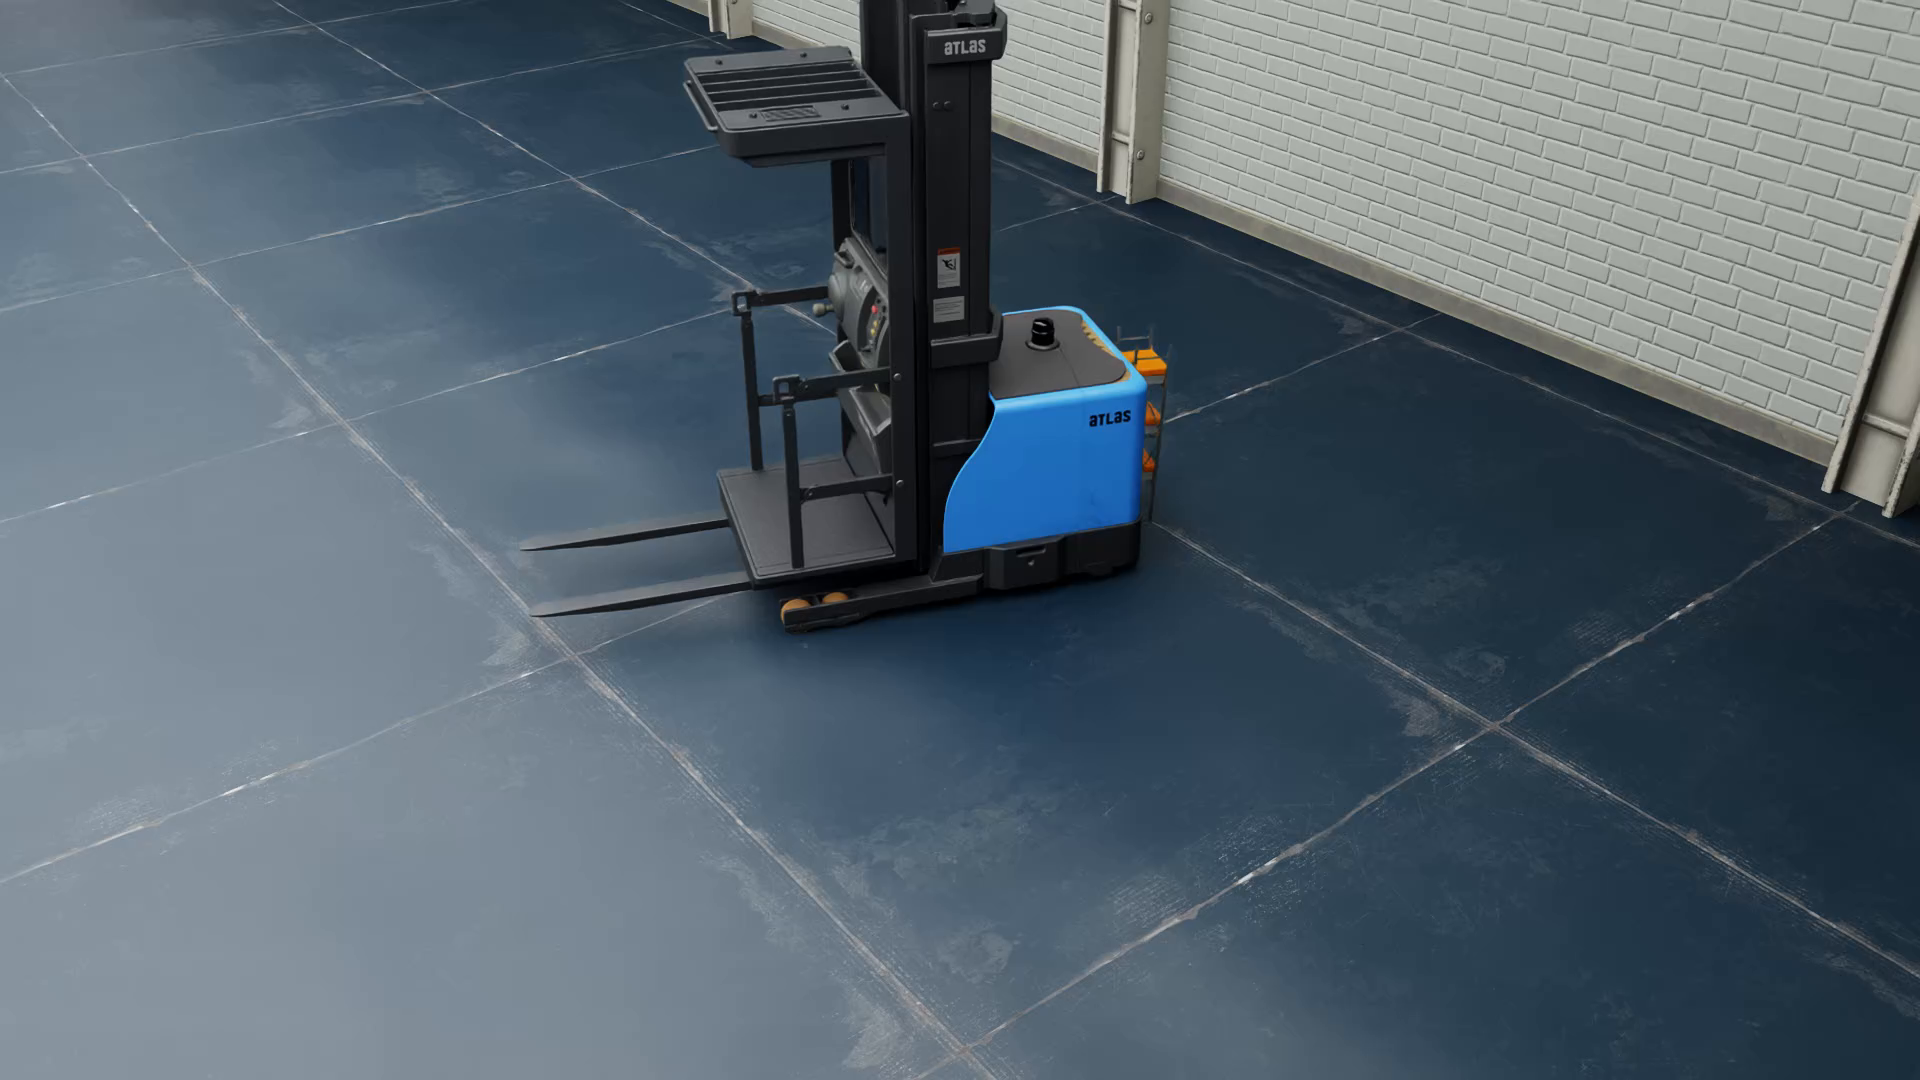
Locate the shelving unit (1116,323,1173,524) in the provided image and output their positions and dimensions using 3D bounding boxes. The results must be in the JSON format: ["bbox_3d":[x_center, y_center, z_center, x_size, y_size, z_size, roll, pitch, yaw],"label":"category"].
[{"bbox_3d":[0.915,-0.591,8.697,0.215,1.050,0.252,-7,32,-15],"label":"shelving unit"}]

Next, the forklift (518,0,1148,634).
[{"bbox_3d":[-0.659,-1.104,7.750,3.031,2.935,1.130,-9,33,-14],"label":"forklift"}]

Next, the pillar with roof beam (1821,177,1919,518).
[{"bbox_3d":[1.604,-2.677,4.530,9.100,9.000,0.400,-22,38,-31],"label":"pillar with roof beam"}]

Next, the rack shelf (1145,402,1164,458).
[{"bbox_3d":[0.914,-0.581,8.702,0.215,0.259,0.240,-7,32,-15],"label":"rack shelf"}]

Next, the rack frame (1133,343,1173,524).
[{"bbox_3d":[0.949,-0.529,8.597,0.200,1.050,0.008,-7,32,-15],"label":"rack frame"}]

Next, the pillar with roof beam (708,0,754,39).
[{"bbox_3d":[-5.754,-7.678,12.583,9.100,9.000,0.400,-22,38,-31],"label":"pillar with roof beam"}]

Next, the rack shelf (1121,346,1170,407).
[{"bbox_3d":[0.926,-0.824,8.555,0.215,0.259,0.240,-7,32,-15],"label":"rack shelf"}]

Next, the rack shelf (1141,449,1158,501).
[{"bbox_3d":[0.902,-0.344,8.846,0.215,0.259,0.240,-7,32,-15],"label":"rack shelf"}]

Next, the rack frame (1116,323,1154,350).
[{"bbox_3d":[0.880,-0.652,8.796,0.200,1.050,0.008,-7,32,-15],"label":"rack frame"}]

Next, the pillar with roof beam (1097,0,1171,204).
[{"bbox_3d":[-2.075,-5.177,8.557,9.100,9.000,0.400,-22,38,-31],"label":"pillar with roof beam"}]
